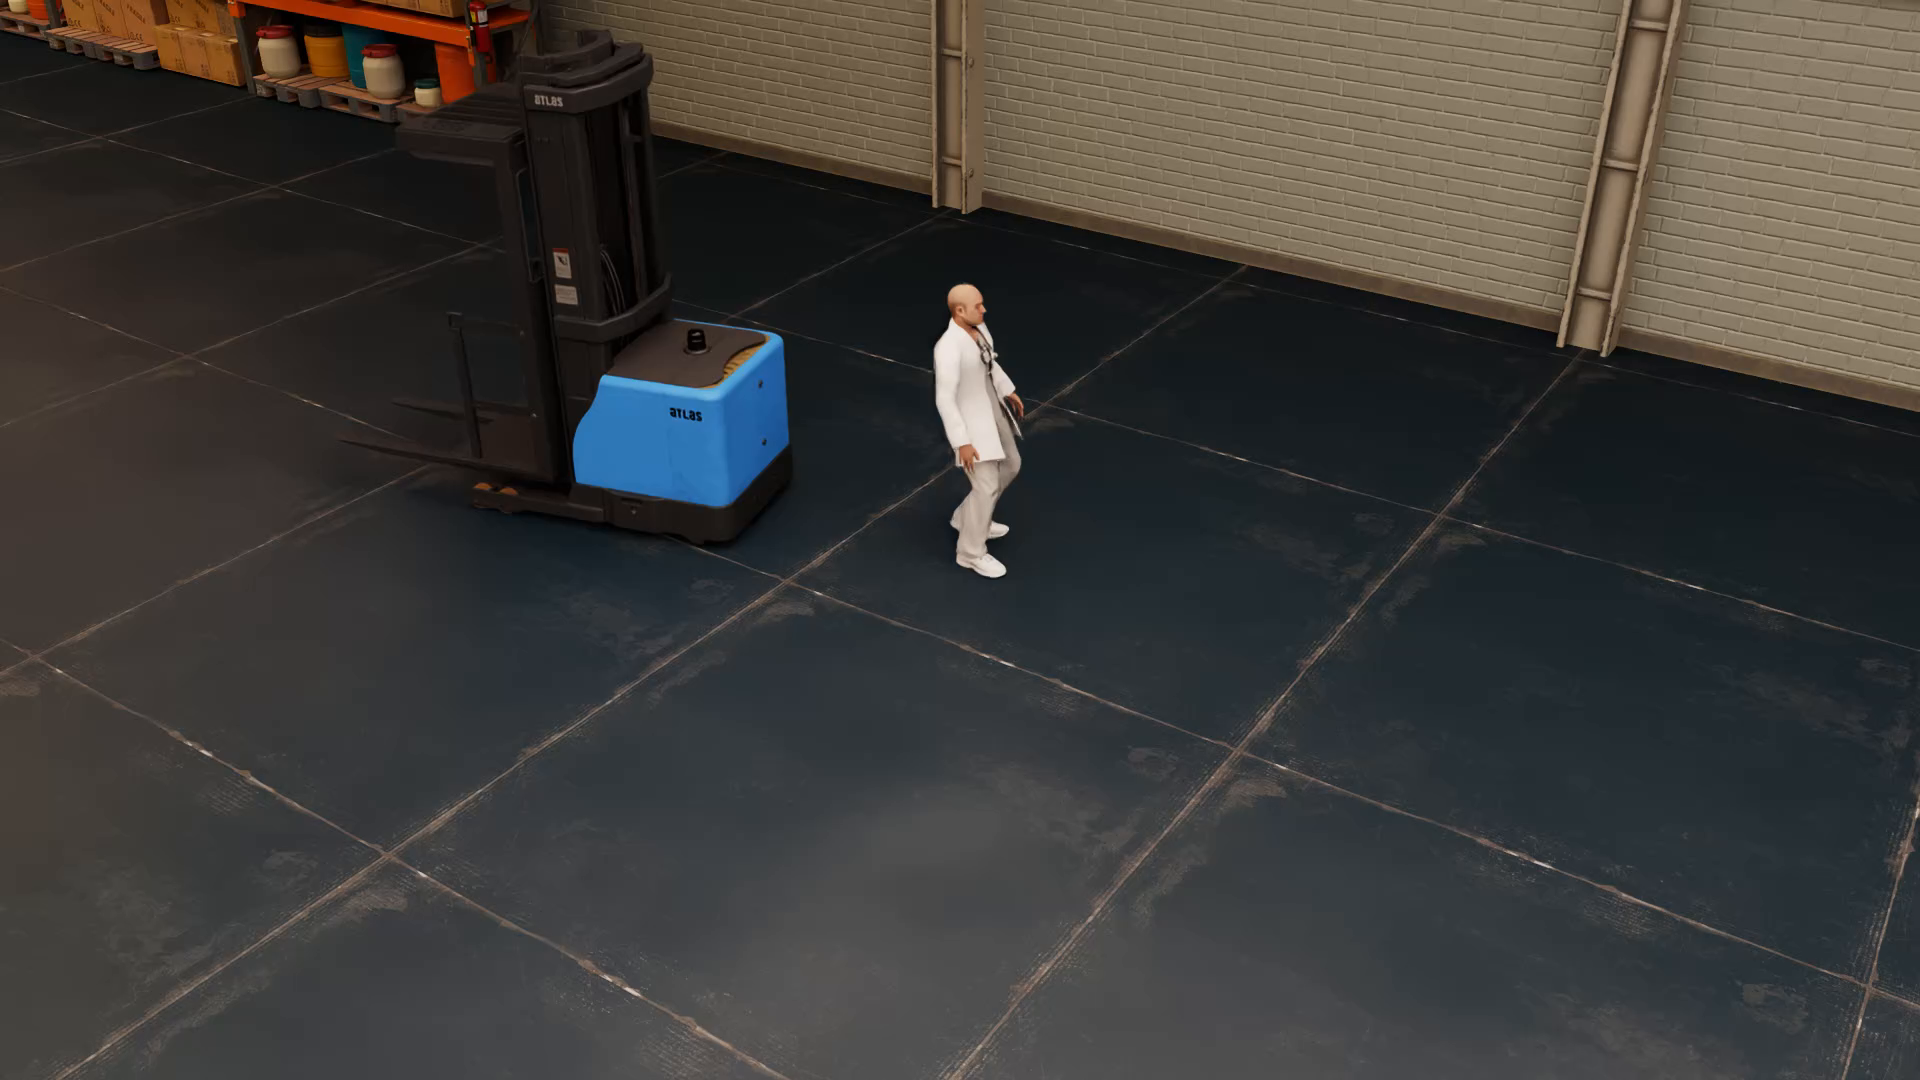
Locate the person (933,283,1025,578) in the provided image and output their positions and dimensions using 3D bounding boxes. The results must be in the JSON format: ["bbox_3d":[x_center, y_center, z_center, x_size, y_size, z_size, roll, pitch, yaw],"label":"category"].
[{"bbox_3d":[0.148,-0.700,9.998,0.567,1.714,0.795,13,33,22],"label":"person"}]

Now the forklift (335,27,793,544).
[{"bbox_3d":[-2.689,-1.678,10.470,3.031,2.935,1.130,10,32,16],"label":"forklift"}]
